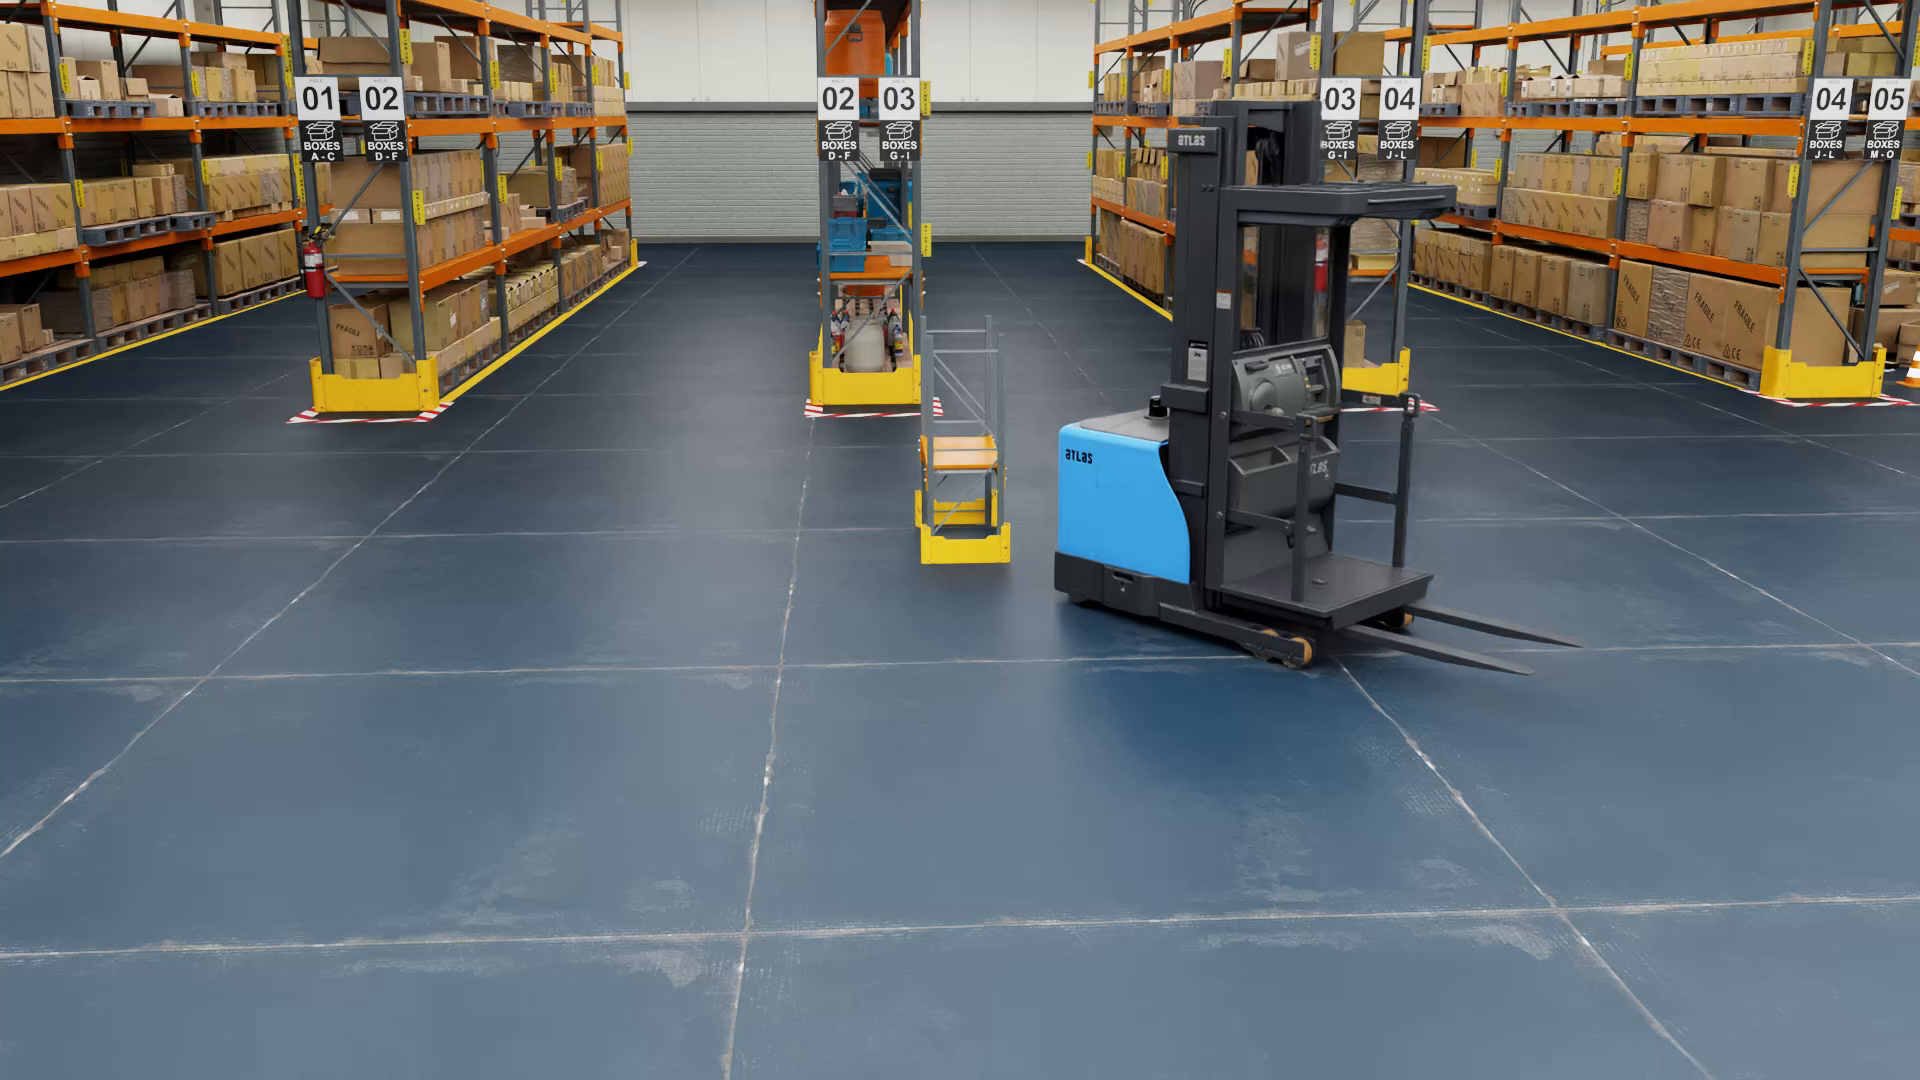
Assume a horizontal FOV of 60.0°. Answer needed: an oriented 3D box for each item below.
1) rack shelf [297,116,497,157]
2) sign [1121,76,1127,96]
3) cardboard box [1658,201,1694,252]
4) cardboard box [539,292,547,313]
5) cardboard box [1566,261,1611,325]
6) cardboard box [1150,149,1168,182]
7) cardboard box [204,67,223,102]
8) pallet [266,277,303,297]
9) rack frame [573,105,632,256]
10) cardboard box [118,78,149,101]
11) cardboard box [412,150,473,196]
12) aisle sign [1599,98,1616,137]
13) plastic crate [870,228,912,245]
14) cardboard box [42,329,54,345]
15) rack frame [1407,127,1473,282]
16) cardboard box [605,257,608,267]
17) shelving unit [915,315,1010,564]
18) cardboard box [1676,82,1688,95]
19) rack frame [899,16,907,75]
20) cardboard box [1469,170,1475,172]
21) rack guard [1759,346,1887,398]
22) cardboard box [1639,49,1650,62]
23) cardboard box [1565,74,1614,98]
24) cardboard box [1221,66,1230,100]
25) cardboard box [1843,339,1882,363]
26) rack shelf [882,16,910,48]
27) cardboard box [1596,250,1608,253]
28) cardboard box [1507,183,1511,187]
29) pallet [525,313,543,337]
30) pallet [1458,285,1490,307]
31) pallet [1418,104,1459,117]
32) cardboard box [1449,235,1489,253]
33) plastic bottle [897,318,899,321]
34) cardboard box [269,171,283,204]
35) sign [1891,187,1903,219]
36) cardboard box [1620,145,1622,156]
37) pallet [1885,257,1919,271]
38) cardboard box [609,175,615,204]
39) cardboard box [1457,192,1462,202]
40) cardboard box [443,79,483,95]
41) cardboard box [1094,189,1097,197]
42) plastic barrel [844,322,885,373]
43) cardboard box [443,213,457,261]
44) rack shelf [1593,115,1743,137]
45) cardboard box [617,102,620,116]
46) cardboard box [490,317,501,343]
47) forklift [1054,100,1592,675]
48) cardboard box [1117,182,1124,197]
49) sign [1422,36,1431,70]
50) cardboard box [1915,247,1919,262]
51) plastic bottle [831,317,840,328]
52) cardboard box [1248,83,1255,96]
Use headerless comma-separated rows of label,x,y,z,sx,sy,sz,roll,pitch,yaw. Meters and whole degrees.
rack shelf,-5.956,-4.379,17.948,1.077,0.370,4.000,-1,14,-3
sign,2.758,-7.646,28.006,0.100,0.325,0.005,-1,14,-3
cardboard box,8.772,-3.684,19.522,0.875,0.550,0.550,-1,14,-3
cardboard box,-5.988,-3.258,22.844,0.500,0.250,0.500,-1,14,-2
cardboard box,8.636,-3.242,21.779,1.050,0.750,0.750,-1,14,-4
cardboard box,3.445,-5.964,26.471,0.797,0.503,0.637,0,14,-2
cardboard box,-11.465,-6.792,24.800,0.700,0.500,0.500,0,14,-1
pallet,-11.396,-4.143,27.203,1.003,0.211,1.213,-1,14,-3
rack frame,-6.823,-6.756,31.765,1.000,3.000,0.127,-1,14,-3
cardboard box,-11.284,-5.878,22.083,0.797,0.503,0.637,1,14,4
cardboard box,-6.013,-4.212,19.074,0.700,0.500,0.500,-1,14,-4
aisle sign,12.661,-8.333,32.678,0.394,0.787,0.004,-1,14,-3
plastic crate,-0.796,-3.504,19.424,0.499,0.251,0.616,-1,14,-3
cardboard box,-10.961,-2.403,19.647,0.380,0.166,0.250,-3,15,-11
rack frame,8.269,-5.965,28.689,1.000,3.000,0.127,-1,14,-3
cardboard box,-6.449,-4.925,29.451,0.380,0.166,0.250,-1,14,-3
shelving unit,0.005,-0.707,11.266,0.587,1.500,1.083,-1,14,-3
cardboard box,8.513,-5.209,19.193,0.380,0.149,0.250,-1,14,-4
rack frame,-1.136,-6.753,19.711,1.000,3.000,0.127,-1,14,-3
cardboard box,8.548,-5.980,27.216,0.380,0.149,0.250,-1,14,-5
rack guard,9.014,-1.764,17.378,1.175,0.500,0.348,-1,14,-3
cardboard box,8.448,-5.848,20.077,0.380,0.149,0.250,-1,14,-3
cardboard box,8.436,-6.069,22.210,0.500,0.311,0.500,-1,14,-5
cardboard box,3.818,-5.982,21.688,0.797,0.503,0.637,0,14,-1
cardboard box,10.709,-2.252,19.746,0.396,0.266,0.258,2,15,6
rack shelf,-1.260,-6.708,21.784,1.077,0.370,4.000,-1,14,-3
cardboard box,13.096,-5.861,32.585,0.875,0.438,0.875,-1,14,-5
cardboard box,8.648,-5.453,25.763,0.380,0.149,0.250,-1,14,-5
pallet,-6.243,-2.908,22.405,1.003,0.211,1.213,-1,14,-3
pallet,8.470,-3.814,25.925,1.003,0.211,1.213,-1,14,-3
pallet,8.201,-7.171,27.735,1.213,0.211,1.003,-1,14,-3
cardboard box,8.155,-4.744,26.613,0.500,0.250,0.500,-1,14,-2
plastic bottle,-0.745,-2.501,19.797,0.061,0.283,0.133,0,14,0
cardboard box,-11.198,-5.648,26.622,0.500,0.500,0.500,-1,14,-3
sign,9.567,-3.445,16.999,0.100,0.325,0.005,-1,14,-3
cardboard box,12.779,-7.214,31.336,0.500,0.500,0.500,-1,14,-4
pallet,18.037,-5.268,31.578,1.003,0.211,1.213,-1,14,-3
cardboard box,-6.399,-6.192,29.373,0.500,0.500,0.500,-1,14,-4
cardboard box,7.986,-5.355,25.981,0.380,0.149,0.250,-1,14,-4
cardboard box,-6.108,-5.508,20.354,0.500,0.250,0.500,1,14,2
cardboard box,2.774,-6.629,31.776,0.380,0.149,0.250,-1,14,-4
plastic barrel,-1.005,-2.013,17.482,0.421,0.512,0.421,0,14,0
cardboard box,-5.947,-3.327,18.235,0.700,0.500,0.500,0,14,-2
rack shelf,13.079,-7.668,30.733,1.077,0.370,4.000,-1,14,-3
cardboard box,-6.508,-7.888,30.445,0.500,0.250,0.500,-1,14,-3
cardboard box,-5.833,-2.531,20.021,0.500,0.250,0.500,-1,14,-3
forklift,1.958,-0.879,9.060,1.130,2.935,3.031,-14,20,-42
cardboard box,3.023,-6.090,28.882,0.500,0.250,0.500,-1,14,-4
sign,4.597,-4.813,16.440,0.100,0.325,0.005,-1,14,-3
cardboard box,17.807,-5.246,30.539,0.396,0.266,0.258,0,14,-1
plastic bottle,-1.462,-2.418,19.336,0.144,0.351,0.185,-1,14,-4
cardboard box,3.600,-5.278,19.501,0.380,0.149,0.250,-1,14,-3
